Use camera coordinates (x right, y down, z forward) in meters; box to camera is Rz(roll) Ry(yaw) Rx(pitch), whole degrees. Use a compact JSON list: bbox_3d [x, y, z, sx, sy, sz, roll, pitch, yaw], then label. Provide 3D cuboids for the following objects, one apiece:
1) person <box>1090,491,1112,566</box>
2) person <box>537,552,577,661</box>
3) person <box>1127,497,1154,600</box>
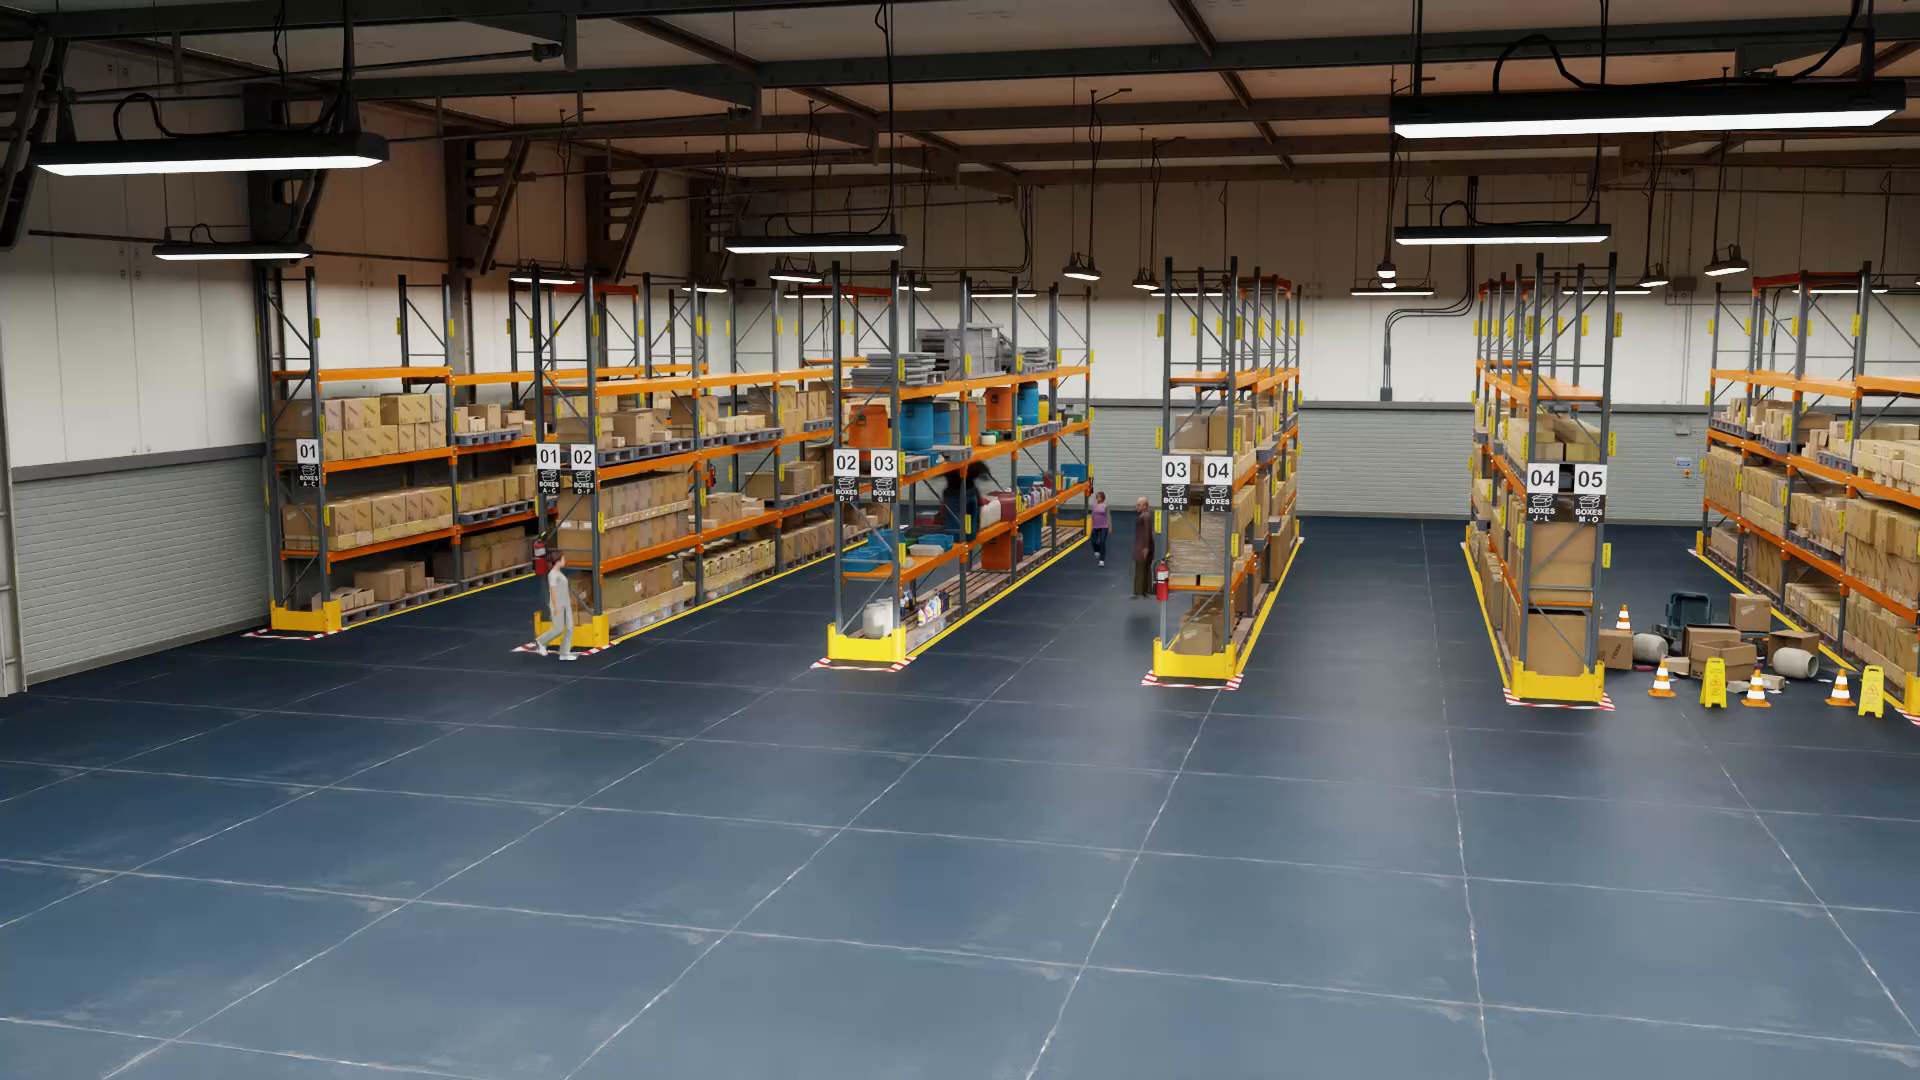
[{"bbox_3d":[3.011,-0.207,35.366,0.481,1.463,0.639,2,8,16],"label":"person"},{"bbox_3d":[-6.102,0.997,25.113,0.624,1.650,0.437,4,8,30],"label":"person"},{"bbox_3d":[3.179,0.138,29.131,0.444,1.792,0.615,3,8,19],"label":"person"}]
